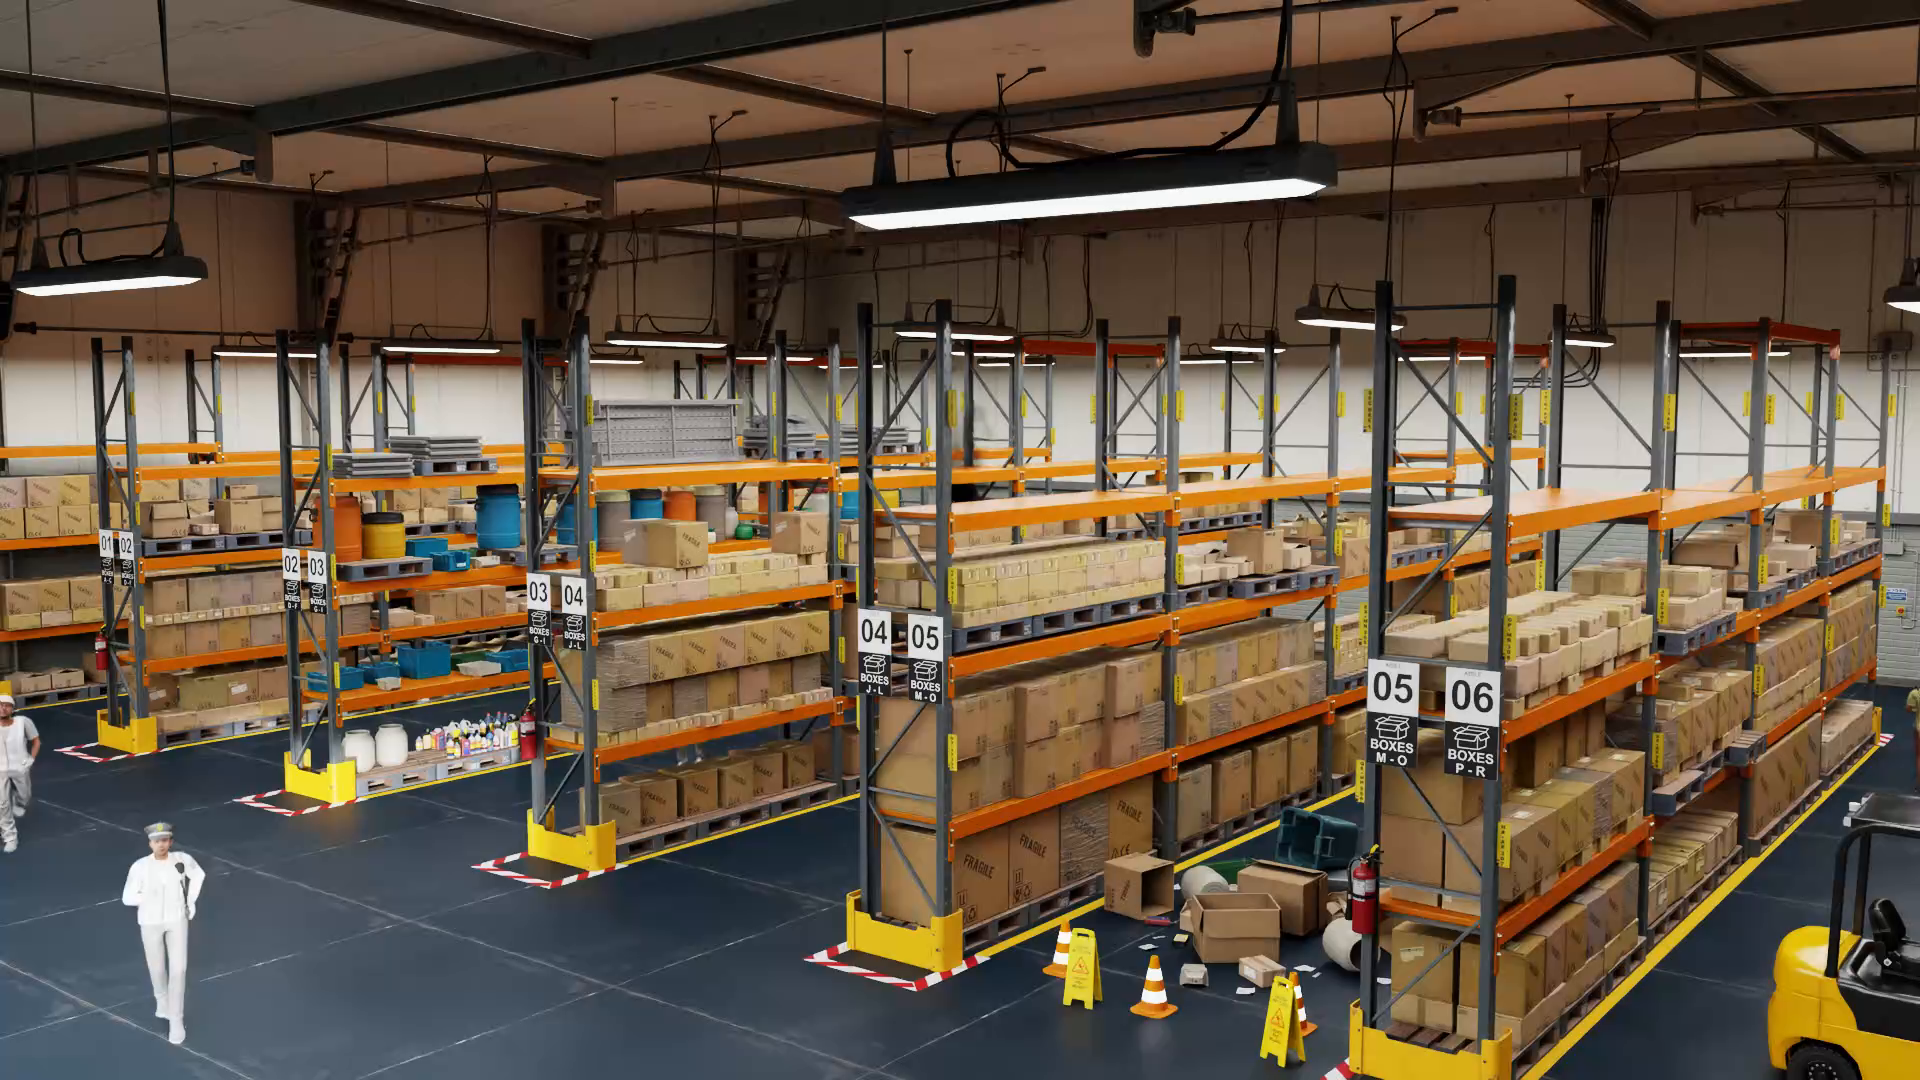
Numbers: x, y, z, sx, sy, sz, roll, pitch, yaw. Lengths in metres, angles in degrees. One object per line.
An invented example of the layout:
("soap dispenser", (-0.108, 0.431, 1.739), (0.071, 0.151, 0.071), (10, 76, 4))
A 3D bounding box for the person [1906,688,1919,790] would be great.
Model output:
("person", (12.489, 2.425, 21.419), (0.549, 1.575, 0.645), (3, 6, 29))

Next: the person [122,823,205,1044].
("person", (-6.458, 3.142, 13.512), (0.598, 1.741, 0.725), (-2, 5, -23))

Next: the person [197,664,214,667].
("person", (-12.279, 1.944, 27.122), (0.636, 1.740, 0.601), (4, 6, 35))

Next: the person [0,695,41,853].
("person", (-10.976, 2.650, 19.185), (0.672, 1.753, 0.937), (-3, 6, -31))

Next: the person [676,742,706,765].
("person", (-3.747, 2.377, 22.781), (0.442, 1.615, 0.681), (2, 5, 21))
